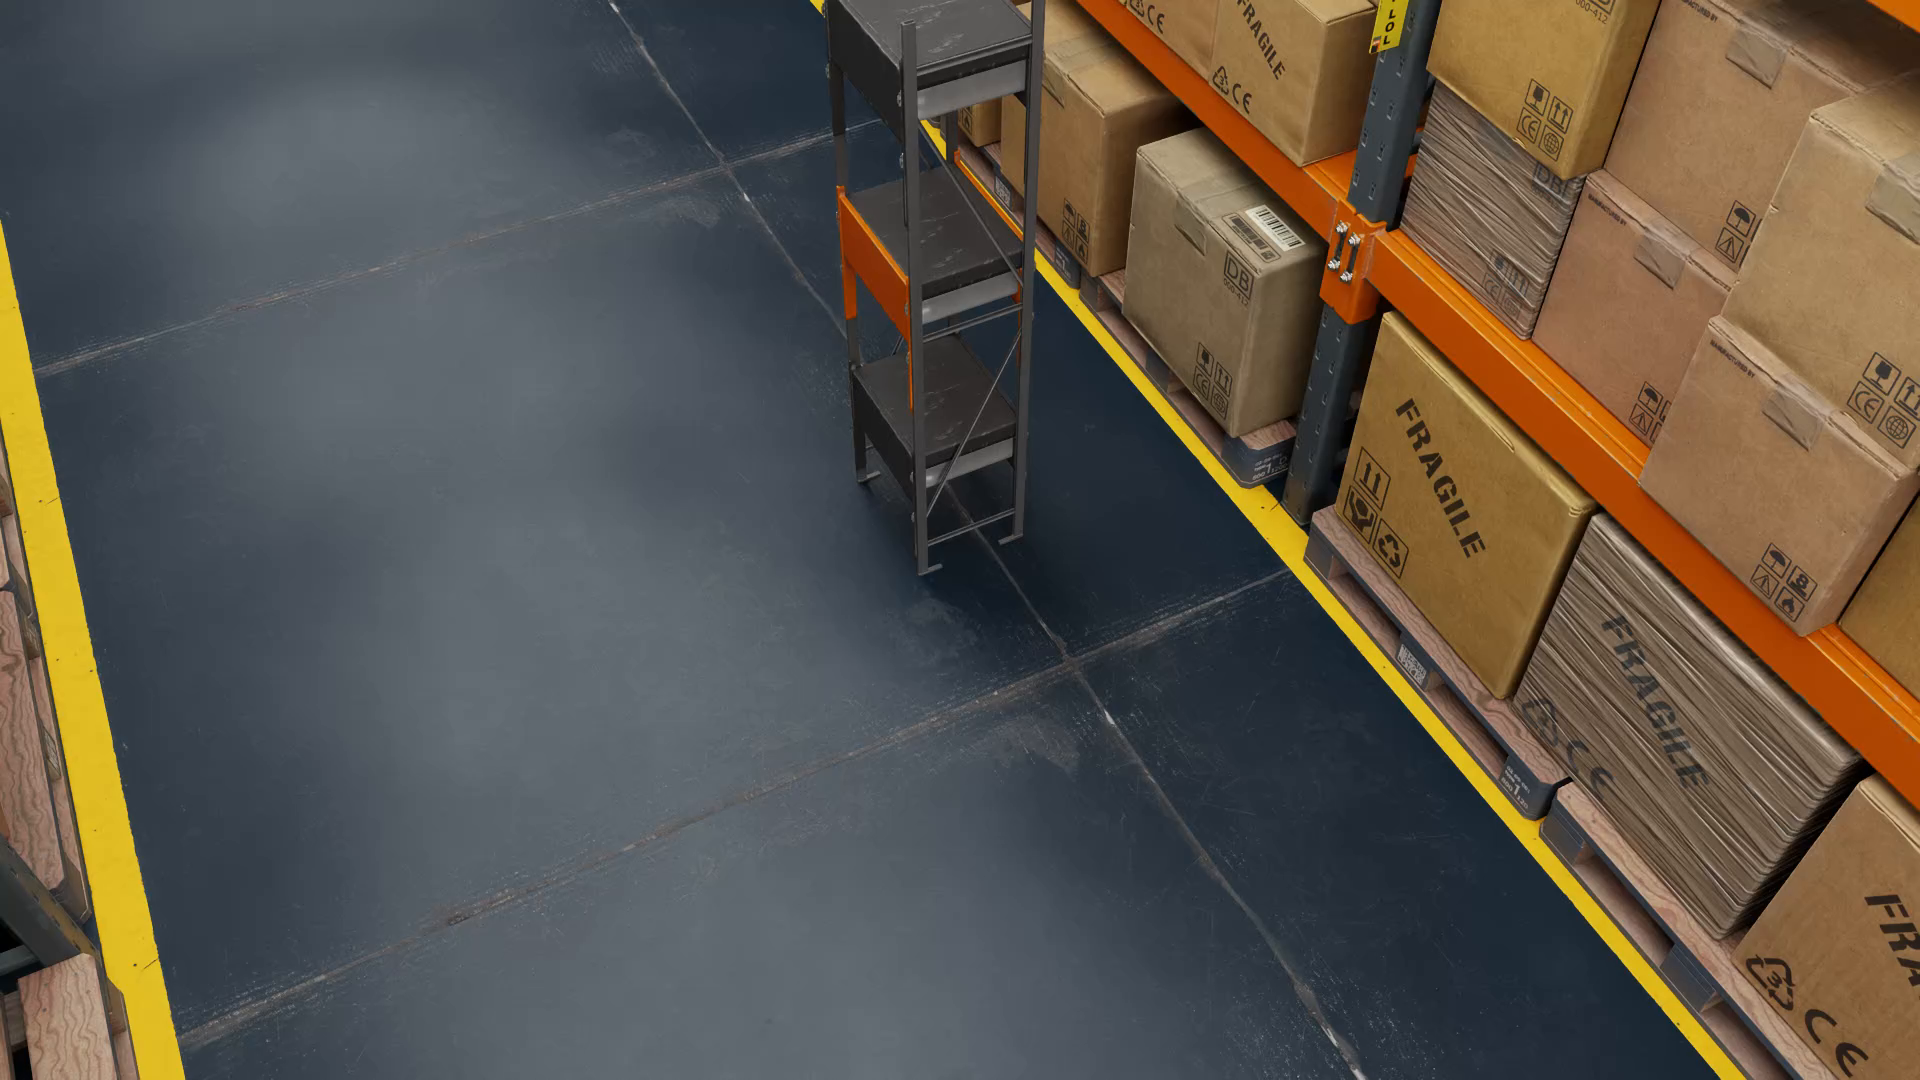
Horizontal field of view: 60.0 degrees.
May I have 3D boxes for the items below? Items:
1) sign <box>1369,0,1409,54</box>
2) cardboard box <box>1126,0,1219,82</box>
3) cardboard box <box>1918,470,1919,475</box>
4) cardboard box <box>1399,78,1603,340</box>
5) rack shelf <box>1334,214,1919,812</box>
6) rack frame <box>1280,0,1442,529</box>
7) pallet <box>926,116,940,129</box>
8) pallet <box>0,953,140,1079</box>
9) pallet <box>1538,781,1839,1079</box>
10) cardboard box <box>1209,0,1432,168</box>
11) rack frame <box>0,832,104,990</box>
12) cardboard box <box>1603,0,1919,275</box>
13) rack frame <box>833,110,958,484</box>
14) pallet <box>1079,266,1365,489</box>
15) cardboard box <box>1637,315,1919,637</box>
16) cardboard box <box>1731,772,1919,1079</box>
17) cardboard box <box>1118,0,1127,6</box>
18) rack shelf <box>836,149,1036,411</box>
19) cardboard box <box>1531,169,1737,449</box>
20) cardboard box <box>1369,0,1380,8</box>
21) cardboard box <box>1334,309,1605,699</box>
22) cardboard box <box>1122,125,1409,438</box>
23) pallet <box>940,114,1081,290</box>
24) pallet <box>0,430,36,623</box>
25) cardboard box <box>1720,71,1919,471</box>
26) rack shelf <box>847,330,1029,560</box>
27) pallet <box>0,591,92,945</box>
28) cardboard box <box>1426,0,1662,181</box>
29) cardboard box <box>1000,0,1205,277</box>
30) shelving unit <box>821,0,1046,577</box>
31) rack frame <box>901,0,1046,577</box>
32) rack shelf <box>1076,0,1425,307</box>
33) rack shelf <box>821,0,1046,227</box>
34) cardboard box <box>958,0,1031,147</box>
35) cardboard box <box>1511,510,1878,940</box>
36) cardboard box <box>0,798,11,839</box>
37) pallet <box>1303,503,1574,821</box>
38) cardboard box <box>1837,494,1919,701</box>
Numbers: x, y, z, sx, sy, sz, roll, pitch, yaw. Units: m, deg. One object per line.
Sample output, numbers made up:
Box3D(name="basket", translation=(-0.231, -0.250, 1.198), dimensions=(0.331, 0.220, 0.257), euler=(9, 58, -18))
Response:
Box3D(name="sign", translation=(1.122, -1.403, 4.268), dimensions=(0.100, 0.325, 0.005), euler=(-21, 52, -18))
Box3D(name="cardboard box", translation=(0.892, -1.870, 5.326), dimensions=(0.500, 0.500, 0.500), euler=(-22, 52, -18))
Box3D(name="cardboard box", translation=(2.467, -0.299, 3.201), dimensions=(0.875, 0.550, 0.500), euler=(-21, 52, -18))
Box3D(name="cardboard box", translation=(1.779, -1.048, 4.574), dimensions=(0.875, 0.550, 0.550), euler=(-21, 52, -18))
Box3D(name="rack shelf", translation=(2.515, 0.334, 3.943), dimensions=(1.077, 0.370, 4.000), euler=(-21, 52, -18))
Box3D(name="rack frame", translation=(1.600, -1.241, 4.843), dimensions=(1.000, 3.000, 0.127), euler=(-21, 52, -18))
Box3D(name="pallet", translation=(0.063, -2.447, 7.750), dimensions=(1.003, 0.211, 1.213), euler=(-21, 52, -18))
Box3D(name="pallet", translation=(-2.518, 1.755, 4.075), dimensions=(1.003, 0.211, 1.213), euler=(-21, 52, -18))
Box3D(name="pallet", translation=(2.440, 1.030, 4.709), dimensions=(1.003, 0.211, 1.213), euler=(-21, 52, -18))
Box3D(name="cardboard box", translation=(1.123, -1.532, 5.030), dimensions=(0.500, 0.500, 0.500), euler=(-21, 52, -18))
Box3D(name="rack frame", translation=(-2.857, 0.399, 3.408), dimensions=(1.000, 3.000, 0.127), euler=(-21, 52, -18))
Box3D(name="cardboard box", translation=(2.093, -1.059, 3.867), dimensions=(0.875, 0.550, 0.550), euler=(-21, 52, -18))
Box3D(name="rack frame", translation=(-0.187, -0.965, 5.199), dimensions=(0.400, 2.100, 0.015), euler=(-21, 52, -18))
Box3D(name="pallet", translation=(1.180, -0.814, 6.322), dimensions=(1.003, 0.211, 1.213), euler=(-21, 52, -18))
Box3D(name="cardboard box", translation=(2.193, -0.286, 3.907), dimensions=(0.875, 0.550, 0.550), euler=(-21, 52, -18))
Box3D(name="cardboard box", translation=(2.657, 0.978, 4.035), dimensions=(0.875, 0.875, 0.875), euler=(-22, 52, -18))
Box3D(name="cardboard box", translation=(0.661, -2.208, 5.622), dimensions=(0.500, 0.500, 0.500), euler=(-21, 52, -17))
Box3D(name="rack shelf", translation=(-0.076, -0.793, 5.067), dimensions=(0.431, 0.518, 0.480), euler=(-21, 52, -18))
Box3D(name="cardboard box", translation=(2.051, -0.688, 4.259), dimensions=(0.875, 0.550, 0.550), euler=(-21, 52, -18))
Box3D(name="cardboard box", translation=(1.367, -1.934, 4.718), dimensions=(0.700, 0.500, 0.500), euler=(-22, 52, -18))
Box3D(name="cardboard box", translation=(1.825, -0.235, 5.095), dimensions=(0.875, 0.875, 0.875), euler=(-20, 52, -17))
Box3D(name="cardboard box", translation=(1.236, -1.024, 5.868), dimensions=(1.050, 0.750, 0.750), euler=(-21, 52, -18))
Box3D(name="pallet", translation=(0.617, -1.631, 7.037), dimensions=(1.003, 0.211, 1.213), euler=(-21, 52, -18))
Box3D(name="pallet", translation=(-3.777, -0.021, 5.628), dimensions=(1.003, 0.211, 1.213), euler=(-21, 52, -18))
Box3D(name="cardboard box", translation=(2.218, -0.651, 3.509), dimensions=(0.875, 0.550, 0.550), euler=(-21, 52, -18))
Box3D(name="rack shelf", translation=(-0.076, -0.332, 5.594), dimensions=(0.431, 0.518, 0.480), euler=(-21, 52, -18))
Box3D(name="pallet", translation=(-3.214, 0.797, 4.913), dimensions=(1.003, 0.211, 1.213), euler=(-21, 52, -18))
Box3D(name="cardboard box", translation=(1.738, -1.388, 4.154), dimensions=(0.875, 0.550, 0.550), euler=(-21, 52, -18))
Box3D(name="cardboard box", translation=(0.798, -1.670, 6.434), dimensions=(1.050, 0.750, 0.750), euler=(-21, 52, -18))
Box3D(name="shelving unit", translation=(-0.076, -0.802, 5.057), dimensions=(0.431, 2.100, 0.503), euler=(-21, 52, -18))
Box3D(name="rack frame", translation=(0.036, -0.639, 4.914), dimensions=(0.400, 2.100, 0.015), euler=(-21, 52, -18))
Box3D(name="rack shelf", translation=(0.685, -2.343, 6.285), dimensions=(1.077, 0.370, 4.000), euler=(-21, 52, -18))
Box3D(name="rack shelf", translation=(-0.076, -1.254, 4.540), dimensions=(0.431, 0.518, 0.480), euler=(-21, 52, -18))
Box3D(name="cardboard box", translation=(0.371, -2.294, 6.979), dimensions=(1.050, 0.750, 0.750), euler=(-20, 52, -17))
Box3D(name="cardboard box", translation=(2.241, 0.367, 4.569), dimensions=(0.875, 0.875, 0.875), euler=(-21, 52, -17))
Box3D(name="cardboard box", translation=(-3.119, 0.659, 4.549), dimensions=(0.700, 0.500, 0.500), euler=(-25, 53, -20))
Box3D(name="pallet", translation=(1.878, 0.212, 5.424), dimensions=(1.003, 0.211, 1.213), euler=(-21, 52, -18))
Box3D(name="cardboard box", translation=(2.525, 0.034, 3.627), dimensions=(0.875, 0.550, 0.500), euler=(-21, 52, -18))
